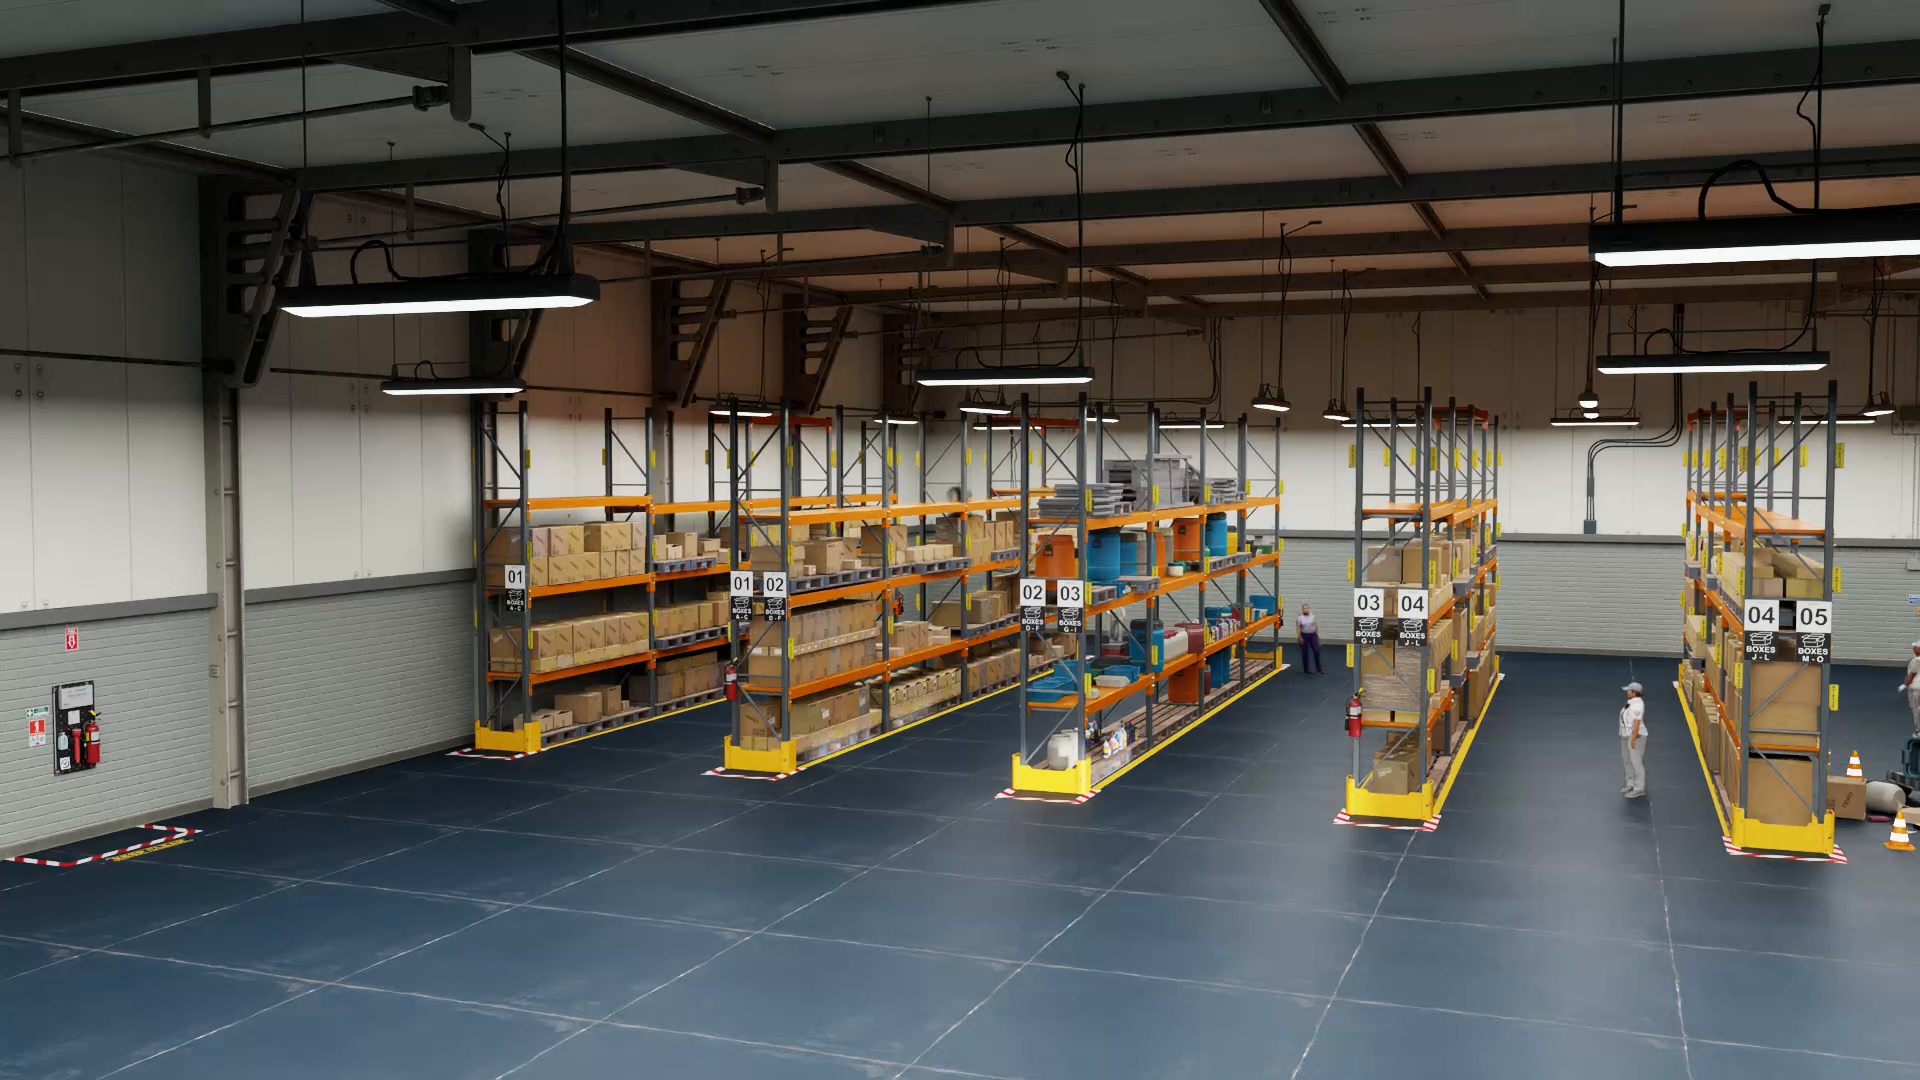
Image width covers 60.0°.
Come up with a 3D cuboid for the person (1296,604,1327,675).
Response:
[{"bbox_3d":[8.191,2.307,38.763,0.700,1.664,0.356,0,3,-2],"label":"person"}]

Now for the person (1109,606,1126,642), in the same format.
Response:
[{"bbox_3d":[4.128,2.093,43.689,0.470,1.557,0.772,0,3,-1],"label":"person"}]

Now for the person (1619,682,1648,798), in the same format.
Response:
[{"bbox_3d":[10.041,2.966,24.823,0.416,1.677,0.528,0,3,-1],"label":"person"}]

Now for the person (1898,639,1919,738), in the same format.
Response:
[{"bbox_3d":[17.078,2.668,29.606,0.631,1.824,0.532,0,3,3],"label":"person"}]
